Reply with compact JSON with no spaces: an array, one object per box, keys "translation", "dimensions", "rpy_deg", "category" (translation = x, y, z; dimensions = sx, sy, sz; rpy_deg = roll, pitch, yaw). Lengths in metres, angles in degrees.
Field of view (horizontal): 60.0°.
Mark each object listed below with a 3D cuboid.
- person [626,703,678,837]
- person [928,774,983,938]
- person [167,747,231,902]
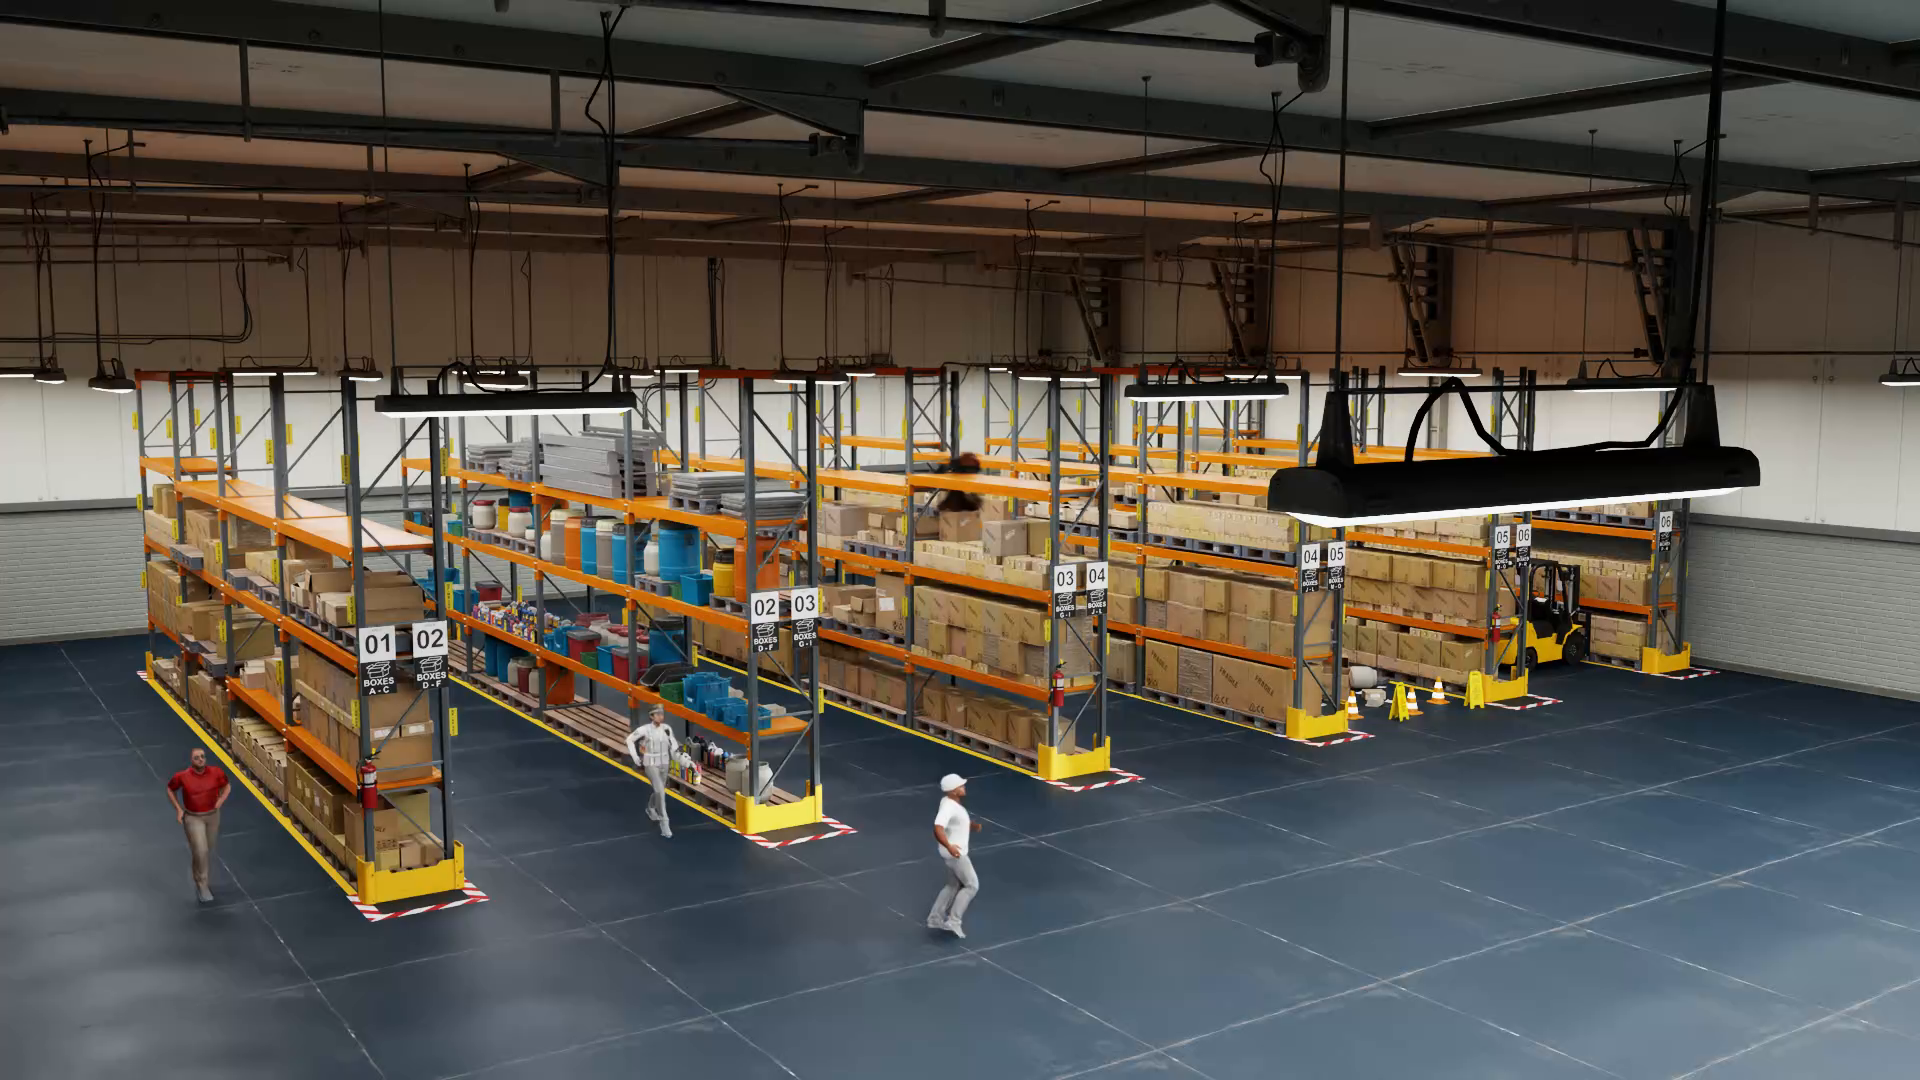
[{"translation":[-4.024,3.012,22.061],"dimensions":[0.620,1.711,0.862],"rpy_deg":[-5,8,-40],"category":"person"},{"translation":[-0.049,3.444,18.098],"dimensions":[0.615,1.829,0.696],"rpy_deg":[-1,6,-7],"category":"person"},{"translation":[-8.884,3.287,19.478],"dimensions":[0.653,1.787,0.830],"rpy_deg":[-6,9,-44],"category":"person"}]
